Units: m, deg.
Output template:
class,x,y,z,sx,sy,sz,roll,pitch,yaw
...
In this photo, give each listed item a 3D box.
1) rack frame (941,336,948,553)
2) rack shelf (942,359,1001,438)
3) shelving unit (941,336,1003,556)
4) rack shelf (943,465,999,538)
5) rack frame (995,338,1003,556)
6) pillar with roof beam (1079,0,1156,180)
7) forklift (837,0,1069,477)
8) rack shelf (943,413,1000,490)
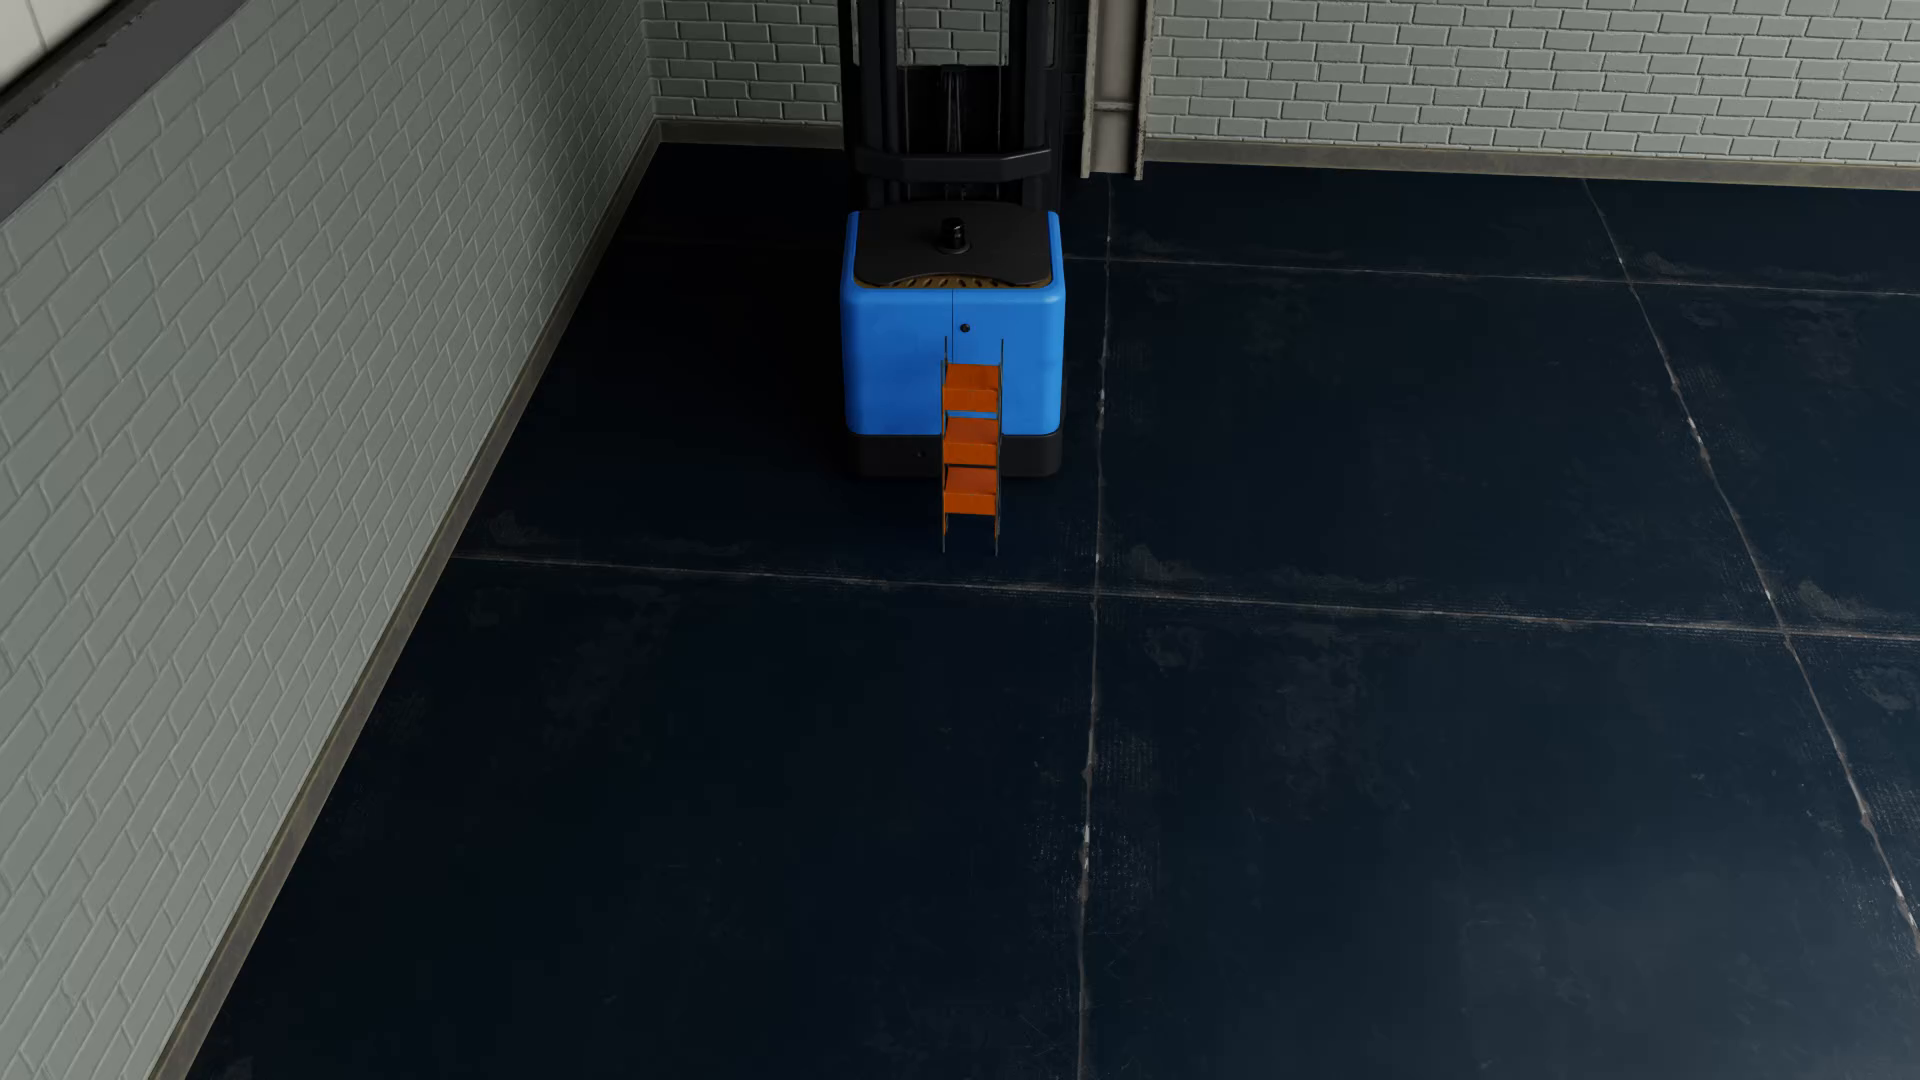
class,x,y,z,sx,sy,sz,roll,pitch,yaw
rack frame,-0.068,-0.411,7.423,0.008,1.050,0.200,3,39,4
rack shelf,0.053,-0.616,7.243,0.240,0.259,0.215,3,39,4
shelving unit,0.053,-0.404,7.415,0.252,1.050,0.215,3,39,4
rack shelf,0.053,-0.180,7.597,0.240,0.259,0.215,3,39,4
rack frame,0.175,-0.398,7.407,0.008,1.050,0.200,3,39,4
pillar with roof beam,0.601,-3.174,4.522,0.400,9.000,9.100,3,39,4
forklift,-0.033,-2.340,8.302,1.130,2.935,3.031,0,39,0
rack shelf,0.053,-0.396,7.422,0.240,0.259,0.215,3,39,4
